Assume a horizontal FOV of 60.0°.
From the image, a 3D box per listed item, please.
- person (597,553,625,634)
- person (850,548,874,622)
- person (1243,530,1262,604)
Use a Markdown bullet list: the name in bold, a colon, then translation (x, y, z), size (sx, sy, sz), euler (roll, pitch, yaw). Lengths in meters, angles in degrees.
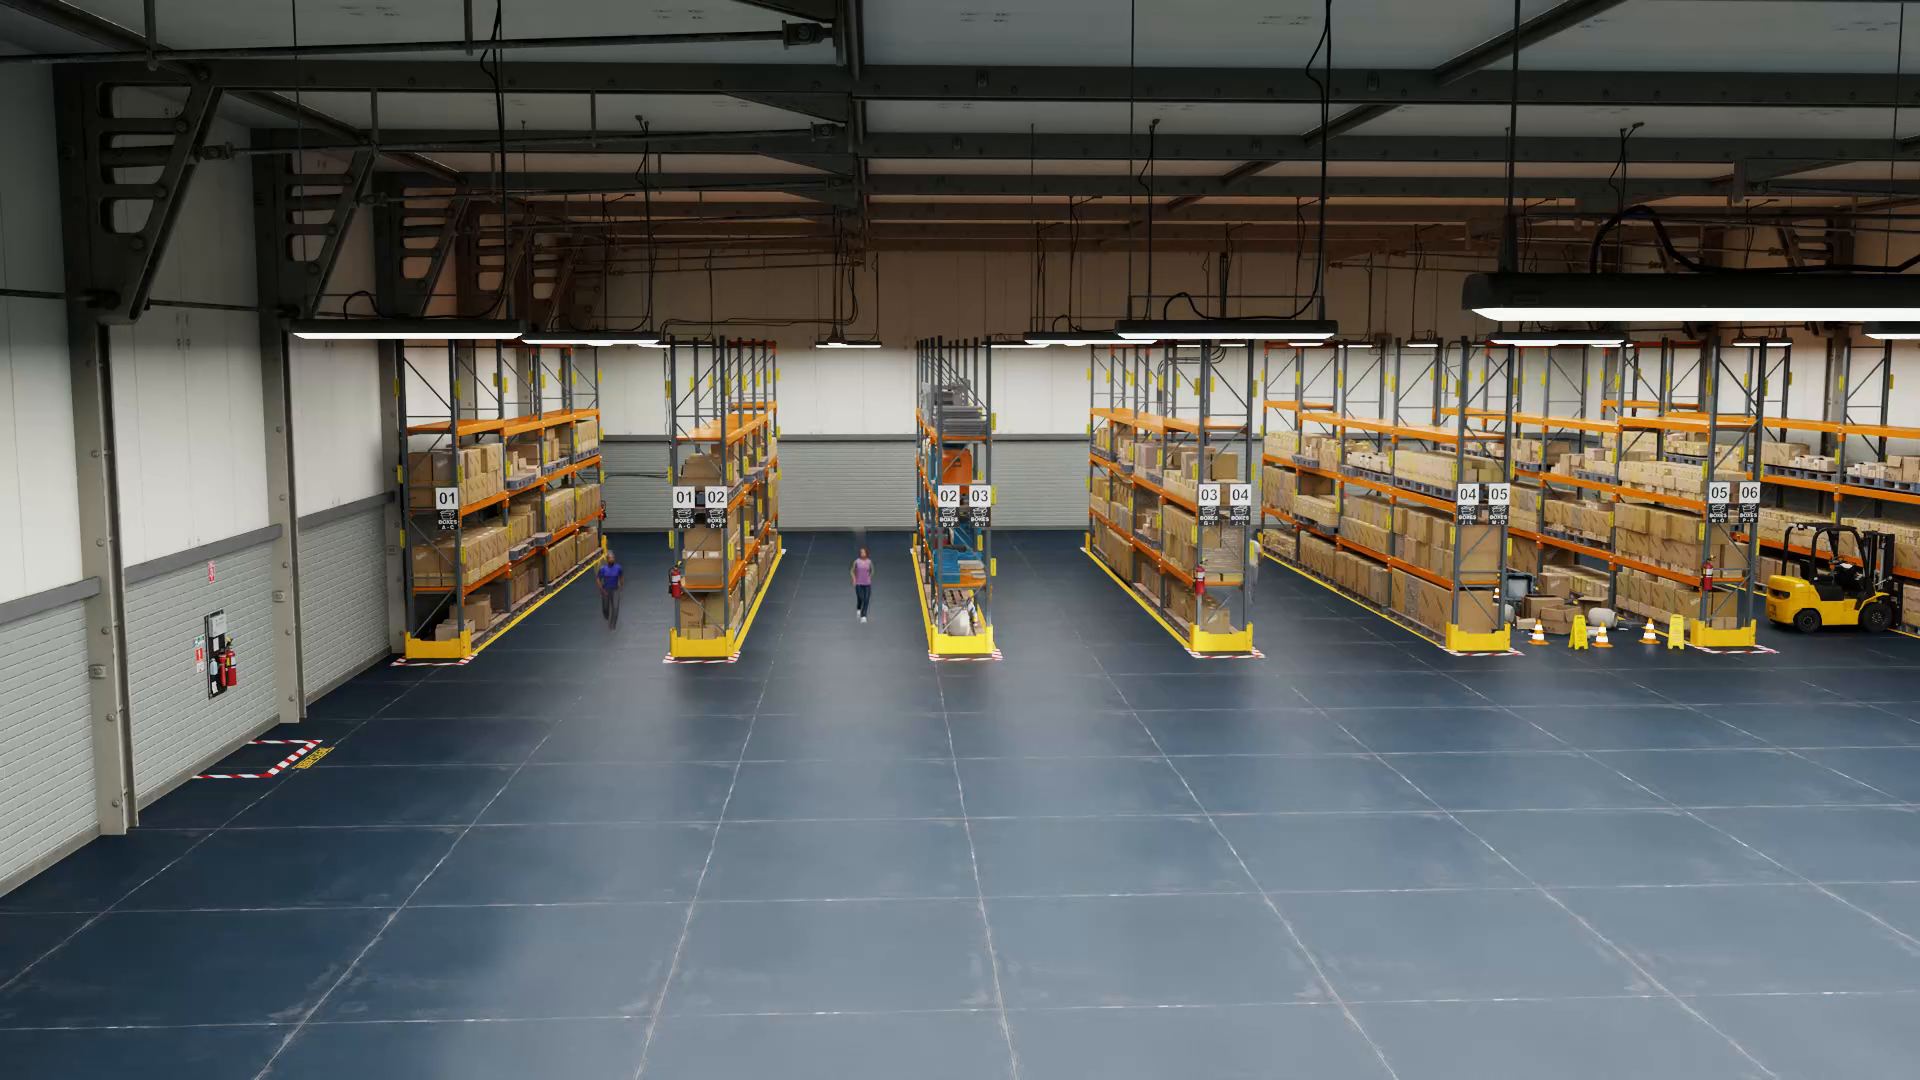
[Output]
- **person**: translation (-7.146, 1.082, 34.068), size (0.568, 1.632, 0.864), euler (-2, 7, -14)
- **person**: translation (-2.030, 0.949, 34.773), size (0.503, 1.552, 0.495), euler (-1, 7, -8)
- **person**: translation (6.628, 0.588, 38.048), size (0.576, 1.686, 0.606), euler (0, 6, -1)
